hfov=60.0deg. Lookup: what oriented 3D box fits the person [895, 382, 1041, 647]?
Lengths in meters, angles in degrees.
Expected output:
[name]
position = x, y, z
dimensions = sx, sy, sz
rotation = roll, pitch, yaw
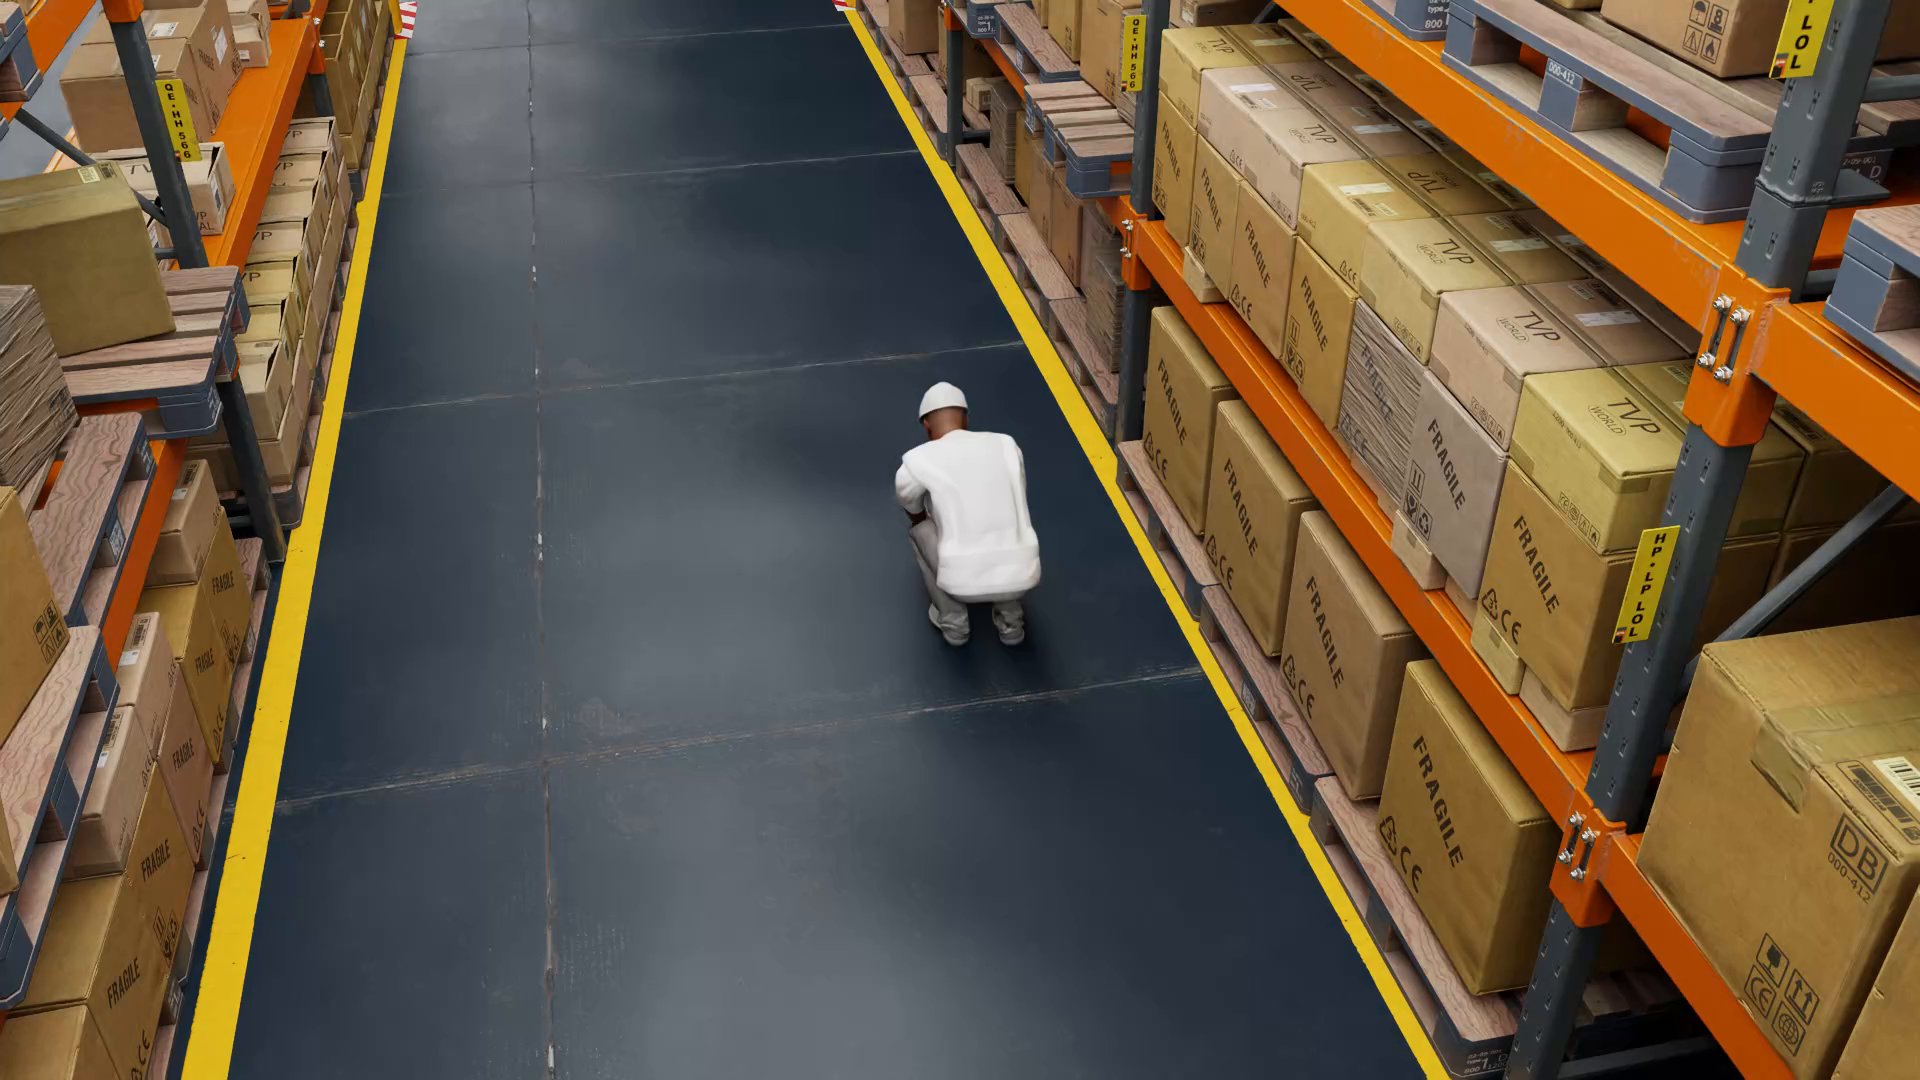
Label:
[person]
position = 0.027, -0.096, 6.956
dimensions = 0.581, 0.998, 0.875
rotation = -7, 35, -10
